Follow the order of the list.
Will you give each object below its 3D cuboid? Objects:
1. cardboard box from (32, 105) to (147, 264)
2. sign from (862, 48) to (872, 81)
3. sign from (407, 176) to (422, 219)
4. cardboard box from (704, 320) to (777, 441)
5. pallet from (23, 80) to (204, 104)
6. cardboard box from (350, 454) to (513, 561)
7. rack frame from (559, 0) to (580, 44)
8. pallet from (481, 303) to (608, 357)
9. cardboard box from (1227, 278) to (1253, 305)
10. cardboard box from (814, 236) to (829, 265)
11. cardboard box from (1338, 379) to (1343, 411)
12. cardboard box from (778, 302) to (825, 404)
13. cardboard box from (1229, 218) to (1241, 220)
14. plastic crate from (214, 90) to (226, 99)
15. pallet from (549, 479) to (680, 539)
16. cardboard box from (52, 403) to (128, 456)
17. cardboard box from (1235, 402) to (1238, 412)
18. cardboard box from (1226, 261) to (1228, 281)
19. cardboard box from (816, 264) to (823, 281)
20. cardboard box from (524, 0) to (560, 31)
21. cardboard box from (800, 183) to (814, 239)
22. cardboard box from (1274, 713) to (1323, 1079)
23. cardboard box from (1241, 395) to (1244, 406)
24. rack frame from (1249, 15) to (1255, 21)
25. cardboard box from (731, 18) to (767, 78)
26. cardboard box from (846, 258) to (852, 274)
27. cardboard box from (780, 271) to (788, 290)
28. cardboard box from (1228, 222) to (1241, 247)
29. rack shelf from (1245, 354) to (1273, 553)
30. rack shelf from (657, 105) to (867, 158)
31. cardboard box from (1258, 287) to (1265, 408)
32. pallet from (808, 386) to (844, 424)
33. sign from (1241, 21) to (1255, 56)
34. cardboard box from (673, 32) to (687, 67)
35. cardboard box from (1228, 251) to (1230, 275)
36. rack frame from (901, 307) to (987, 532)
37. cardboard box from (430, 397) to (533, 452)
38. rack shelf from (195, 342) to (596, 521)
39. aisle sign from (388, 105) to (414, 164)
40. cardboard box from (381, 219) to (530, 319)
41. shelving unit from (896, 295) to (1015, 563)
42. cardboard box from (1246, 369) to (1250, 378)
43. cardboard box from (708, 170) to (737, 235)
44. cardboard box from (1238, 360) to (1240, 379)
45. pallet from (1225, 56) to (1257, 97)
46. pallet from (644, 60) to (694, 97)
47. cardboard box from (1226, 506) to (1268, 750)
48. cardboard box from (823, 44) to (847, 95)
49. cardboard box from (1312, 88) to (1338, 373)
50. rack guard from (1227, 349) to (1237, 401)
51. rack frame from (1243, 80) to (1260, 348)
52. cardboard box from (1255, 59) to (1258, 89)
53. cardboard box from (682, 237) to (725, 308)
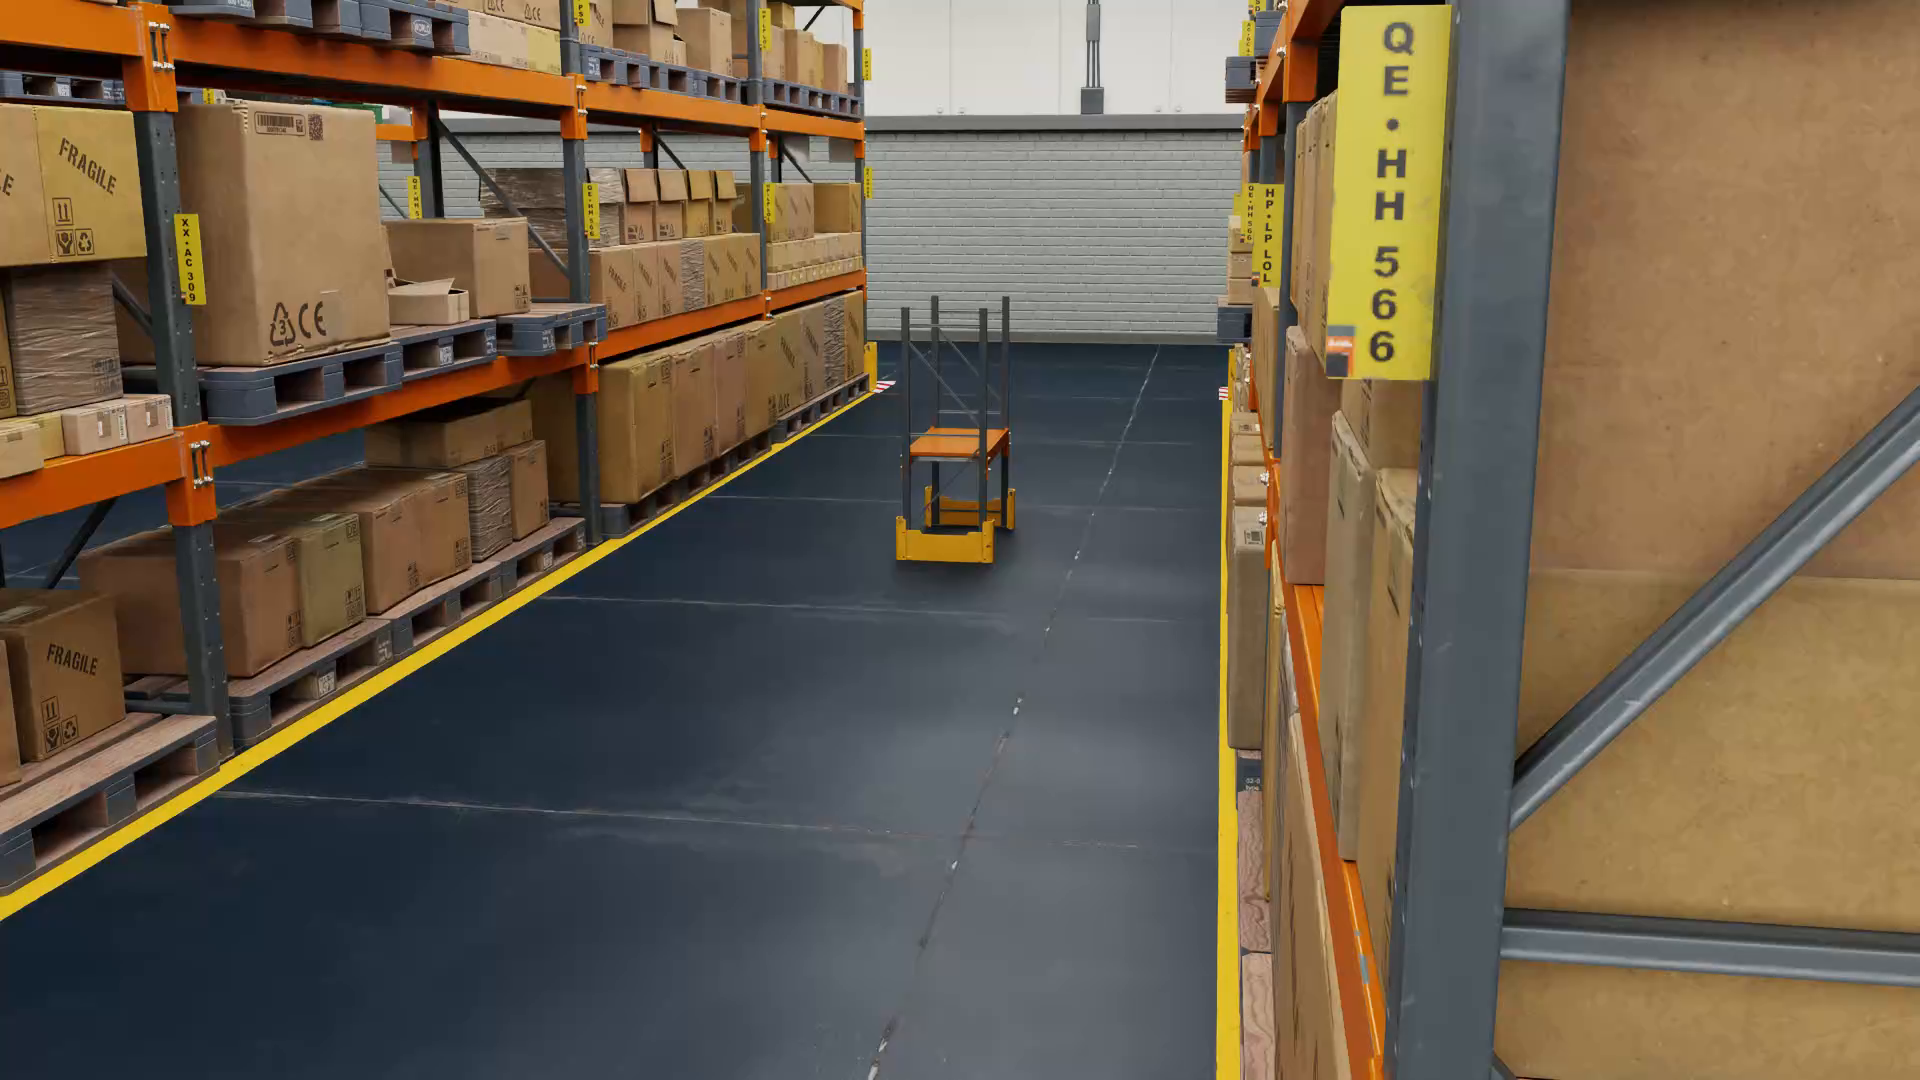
[{"bbox_3d":[-3.150,-1.198,5.616,0.500,0.500,0.500,2,12,9],"label":"cardboard box"},{"bbox_3d":[-0.974,-4.956,17.334,0.100,0.325,0.005,2,12,9],"label":"sign"},{"bbox_3d":[-3.287,-2.034,10.061,0.100,0.325,0.005,2,12,9],"label":"sign"},{"bbox_3d":[-2.201,-1.316,13.525,1.225,0.875,0.875,2,12,9],"label":"cardboard box"},{"bbox_3d":[-7.041,-3.651,13.643,1.213,0.211,1.003,2,12,9],"label":"pallet"},{"bbox_3d":[-2.894,-0.187,9.132,0.700,0.500,0.500,1,12,4],"label":"cardboard box"},{"bbox_3d":[-2.738,-4.383,9.471,1.000,3.000,0.127,2,12,9],"label":"rack frame"},{"bbox_3d":[-2.742,-1.205,9.419,1.213,0.211,1.003,2,12,9],"label":"pallet"},{"bbox_3d":[1.769,-1.469,9.787,0.380,0.149,0.250,2,12,10],"label":"cardboard box"},{"bbox_3d":[-1.553,-2.758,15.821,0.500,0.250,0.500,2,12,9],"label":"cardboard box"},{"bbox_3d":[1.243,-0.095,3.456,0.875,0.550,0.500,2,12,9],"label":"cardboard box"},{"bbox_3d":[-1.804,-1.772,15.641,0.875,0.875,0.875,2,12,9],"label":"cardboard box"},{"bbox_3d":[2.089,-2.191,11.726,0.380,0.149,0.250,2,12,8],"label":"cardboard box"},{"bbox_3d":[-7.047,-4.233,16.177,0.437,0.282,0.530,2,12,9],"label":"plastic crate"},{"bbox_3d":[-2.542,-0.249,11.147,1.003,0.211,1.213,2,12,9],"label":"pallet"},{"bbox_3d":[-3.144,-0.389,5.774,0.380,0.149,0.250,2,12,9],"label":"cardboard box"},{"bbox_3d":[2.645,-1.221,14.809,0.380,0.149,0.250,2,12,9],"label":"cardboard box"},{"bbox_3d":[2.090,-1.902,11.796,0.380,0.149,0.250,1,12,6],"label":"cardboard box"},{"bbox_3d":[-1.510,-2.535,15.735,0.380,0.149,0.250,2,12,7],"label":"cardboard box"},{"bbox_3d":[-2.564,-3.102,9.225,0.500,0.500,0.500,2,12,10],"label":"cardboard box"},{"bbox_3d":[-1.638,-3.024,15.274,0.500,0.500,0.500,1,12,7],"label":"cardboard box"},{"bbox_3d":[1.089,0.904,3.227,0.875,0.875,0.875,2,12,8],"label":"cardboard box"},{"bbox_3d":[2.307,-0.829,12.157,0.500,0.500,0.500,2,12,11],"label":"cardboard box"},{"bbox_3d":[3.378,-5.867,16.355,1.000,3.000,0.127,2,12,9],"label":"rack frame"},{"bbox_3d":[-2.062,-4.217,14.350,0.700,0.500,0.500,1,12,5],"label":"cardboard box"},{"bbox_3d":[-1.315,-2.801,16.968,0.380,0.149,0.250,2,12,9],"label":"cardboard box"},{"bbox_3d":[-1.708,-2.266,14.482,0.380,0.149,0.250,1,12,7],"label":"cardboard box"},{"bbox_3d":[1.888,-1.921,10.475,0.380,0.149,0.250,2,12,10],"label":"cardboard box"},{"bbox_3d":[1.840,-0.500,7.403,1.077,0.370,4.000,2,12,9],"label":"rack shelf"},{"bbox_3d":[-1.815,-3.814,15.658,1.077,0.370,4.000,2,12,9],"label":"rack shelf"},{"bbox_3d":[1.504,-0.812,6.906,0.500,0.500,0.500,2,12,9],"label":"cardboard box"},{"bbox_3d":[-1.743,-1.330,16.165,1.003,0.211,1.213,2,12,9],"label":"pallet"},{"bbox_3d":[2.225,-3.836,12.827,0.100,0.325,0.005,2,12,9],"label":"sign"},{"bbox_3d":[-2.380,-3.686,12.569,0.500,0.311,0.500,1,12,7],"label":"cardboard box"},{"bbox_3d":[1.813,-1.670,10.014,0.380,0.149,0.250,2,12,11],"label":"cardboard box"},{"bbox_3d":[-0.091,-0.610,9.762,0.500,1.500,0.032,2,12,9],"label":"rack frame"},{"bbox_3d":[-2.811,-0.669,9.589,0.500,0.250,0.500,2,12,11],"label":"cardboard box"},{"bbox_3d":[-3.046,-0.682,8.247,1.077,0.370,4.000,2,12,9],"label":"rack shelf"},{"bbox_3d":[-6.101,-4.552,18.326,0.394,0.787,0.004,2,12,9],"label":"aisle sign"},{"bbox_3d":[-2.769,-1.471,8.966,0.700,0.500,0.500,4,13,17],"label":"cardboard box"},{"bbox_3d":[-0.012,-0.717,10.262,0.587,1.500,1.083,2,12,9],"label":"shelving unit"},{"bbox_3d":[2.154,-0.980,11.078,0.500,0.250,0.500,2,12,10],"label":"cardboard box"},{"bbox_3d":[-2.213,-2.689,13.232,0.797,0.503,0.637,2,12,7],"label":"cardboard box"},{"bbox_3d":[2.659,-1.504,14.708,0.380,0.149,0.250,1,12,6],"label":"cardboard box"},{"bbox_3d":[2.406,-3.135,11.244,1.213,0.211,1.003,2,12,9],"label":"pallet"},{"bbox_3d":[-2.522,-3.193,11.517,1.003,0.211,1.213,2,12,11],"label":"pallet"},{"bbox_3d":[1.539,0.326,6.202,1.050,0.750,0.750,2,12,8],"label":"cardboard box"},{"bbox_3d":[-1.535,-4.775,16.938,0.700,0.500,0.500,1,12,5],"label":"cardboard box"},{"bbox_3d":[1.179,-0.625,3.352,0.875,0.550,0.500,2,12,9],"label":"cardboard box"},{"bbox_3d":[3.366,-1.696,17.177,1.175,0.500,0.348,2,12,9],"label":"rack guard"},{"bbox_3d":[2.763,-2.101,13.123,1.000,3.000,0.127,2,12,9],"label":"rack frame"},{"bbox_3d":[2.129,-3.119,10.490,0.500,0.500,0.500,2,12,9],"label":"cardboard box"},{"bbox_3d":[-2.081,-2.014,12.480,0.500,0.500,0.500,2,12,8],"label":"cardboard box"}]
